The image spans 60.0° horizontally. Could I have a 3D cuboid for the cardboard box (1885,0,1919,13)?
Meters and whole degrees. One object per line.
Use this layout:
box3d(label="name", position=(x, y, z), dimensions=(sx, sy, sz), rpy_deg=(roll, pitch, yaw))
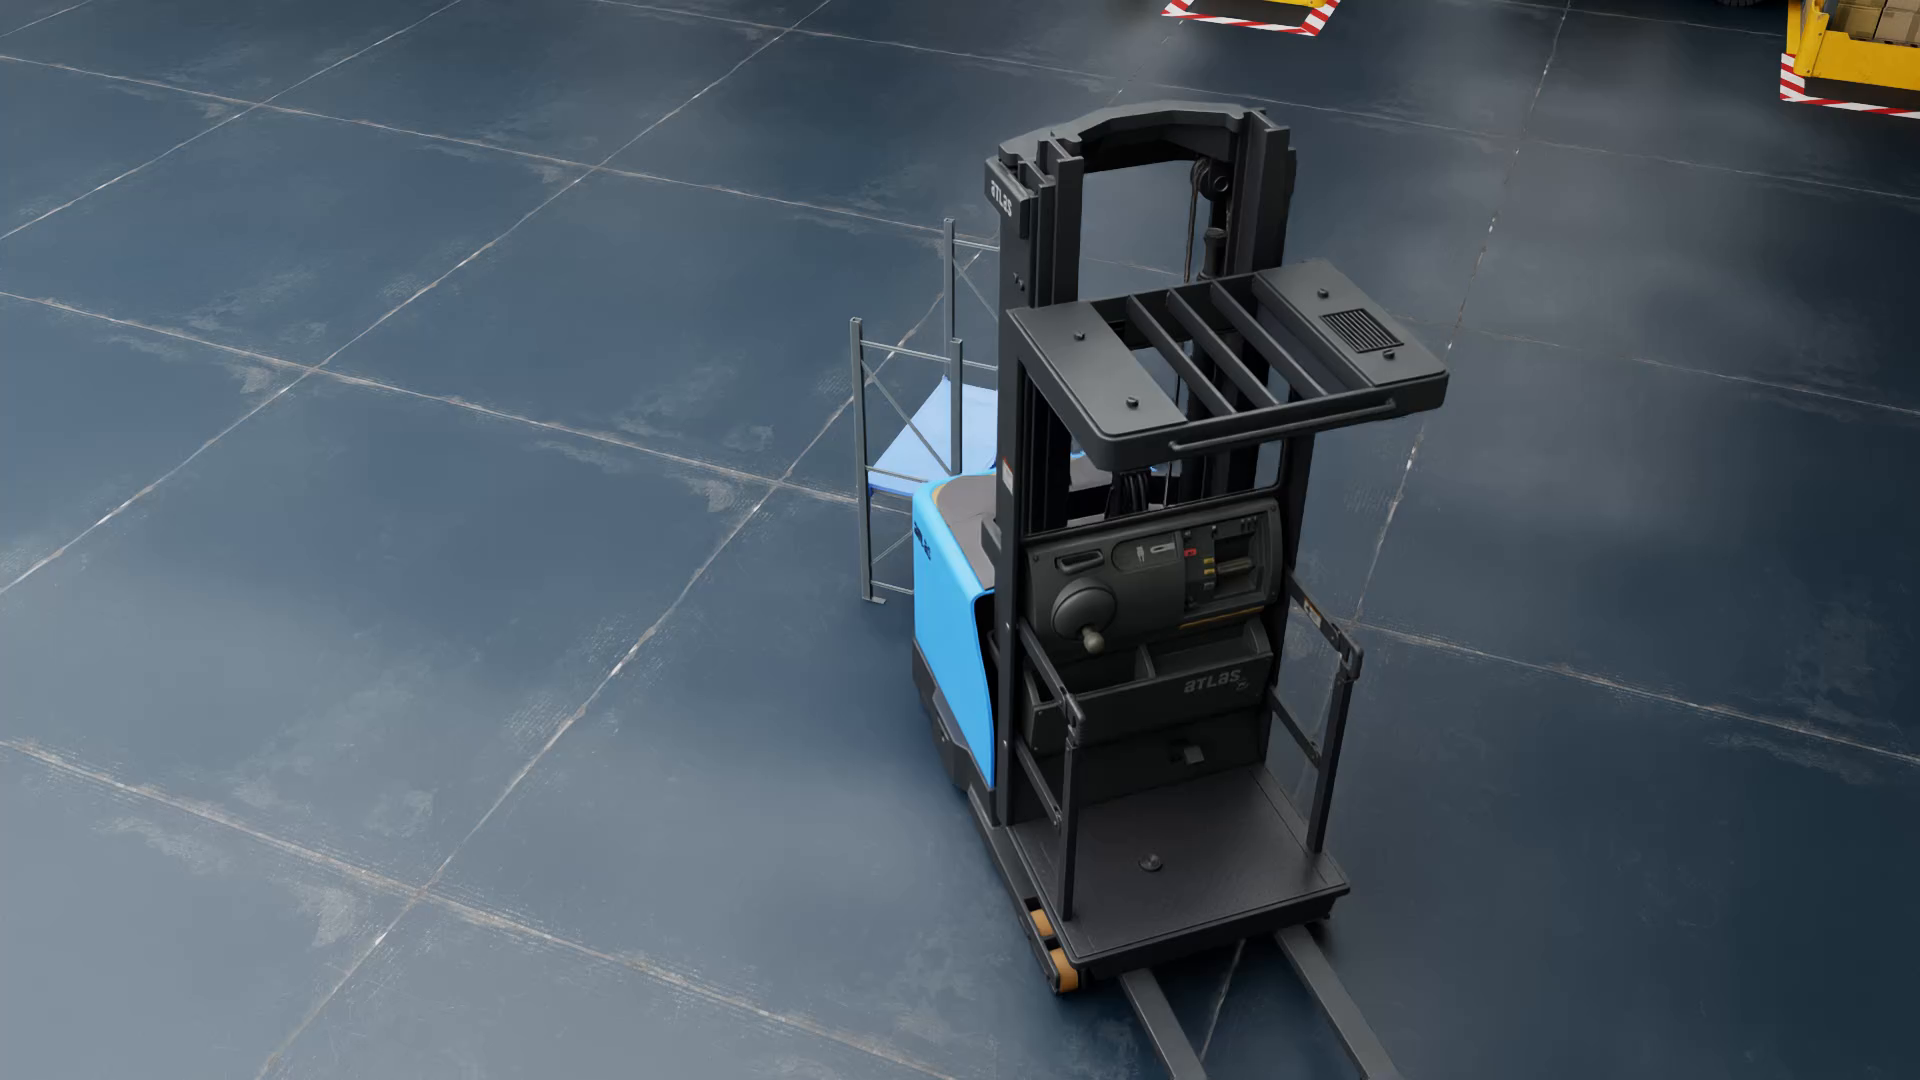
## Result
box3d(label="cardboard box", position=(7.595, -4.347, 13.088), dimensions=(0.500, 0.250, 0.500), rpy_deg=(15, 39, 19))

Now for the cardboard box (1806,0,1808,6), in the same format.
box3d(label="cardboard box", position=(7.309, -4.539, 13.763), dimensions=(0.500, 0.250, 0.500), rpy_deg=(14, 39, 18))

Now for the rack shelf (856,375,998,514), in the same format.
box3d(label="rack shelf", position=(-0.032, -0.409, 7.845), dimensions=(0.538, 0.185, 1.000), rpy_deg=(14, 39, 18))

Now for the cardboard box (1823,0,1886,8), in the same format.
box3d(label="cardboard box", position=(7.121, -4.475, 13.259), dimensions=(0.500, 0.250, 0.500), rpy_deg=(13, 39, 17))

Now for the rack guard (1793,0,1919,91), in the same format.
box3d(label="rack guard", position=(7.215, -3.852, 12.986), dimensions=(1.175, 0.500, 0.348), rpy_deg=(14, 39, 18))

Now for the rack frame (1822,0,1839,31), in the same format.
box3d(label="rack frame", position=(7.225, -4.867, 12.256), dimensions=(1.000, 3.000, 0.127), rpy_deg=(14, 39, 18))

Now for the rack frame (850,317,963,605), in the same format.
box3d(label="rack frame", position=(-0.226, -0.272, 7.361), dimensions=(0.500, 1.500, 0.032), rpy_deg=(14, 39, 18))

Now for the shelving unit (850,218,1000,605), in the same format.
box3d(label="shelving unit", position=(-0.032, -0.554, 7.738), dimensions=(0.538, 1.500, 1.048), rpy_deg=(14, 39, 18))

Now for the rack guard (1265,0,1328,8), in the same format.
box3d(label="rack guard", position=(2.662, -5.036, 14.570), dimensions=(1.175, 0.500, 0.348), rpy_deg=(14, 39, 18))

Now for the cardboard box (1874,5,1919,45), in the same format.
box3d(label="cardboard box", position=(7.592, -4.161, 13.257), dimensions=(0.500, 0.250, 0.500), rpy_deg=(14, 39, 18))

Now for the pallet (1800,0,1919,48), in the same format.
box3d(label="pallet", position=(7.477, -4.183, 13.670), dimensions=(1.003, 0.211, 1.213), rpy_deg=(14, 39, 18))

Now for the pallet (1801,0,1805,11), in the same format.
box3d(label="pallet", position=(7.942, -4.856, 14.570), dimensions=(1.003, 0.211, 1.213), rpy_deg=(14, 39, 18))

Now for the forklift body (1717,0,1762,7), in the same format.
box3d(label="forklift body", position=(6.259, -5.992, 14.470), dimensions=(2.313, 2.155, 1.214), rpy_deg=(14, 39, 18))

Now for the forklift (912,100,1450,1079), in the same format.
box3d(label="forklift", position=(0.749, 0.195, 5.541), dimensions=(1.130, 2.935, 3.031), rpy_deg=(-12, 38, -15))

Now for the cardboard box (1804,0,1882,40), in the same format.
box3d(label="cardboard box", position=(7.111, -4.266, 13.397), dimensions=(0.500, 0.250, 0.500), rpy_deg=(14, 39, 18))

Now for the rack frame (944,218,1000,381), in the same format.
box3d(label="rack frame", position=(0.161, -0.835, 8.114), dimensions=(0.500, 1.500, 0.032), rpy_deg=(14, 39, 18))
